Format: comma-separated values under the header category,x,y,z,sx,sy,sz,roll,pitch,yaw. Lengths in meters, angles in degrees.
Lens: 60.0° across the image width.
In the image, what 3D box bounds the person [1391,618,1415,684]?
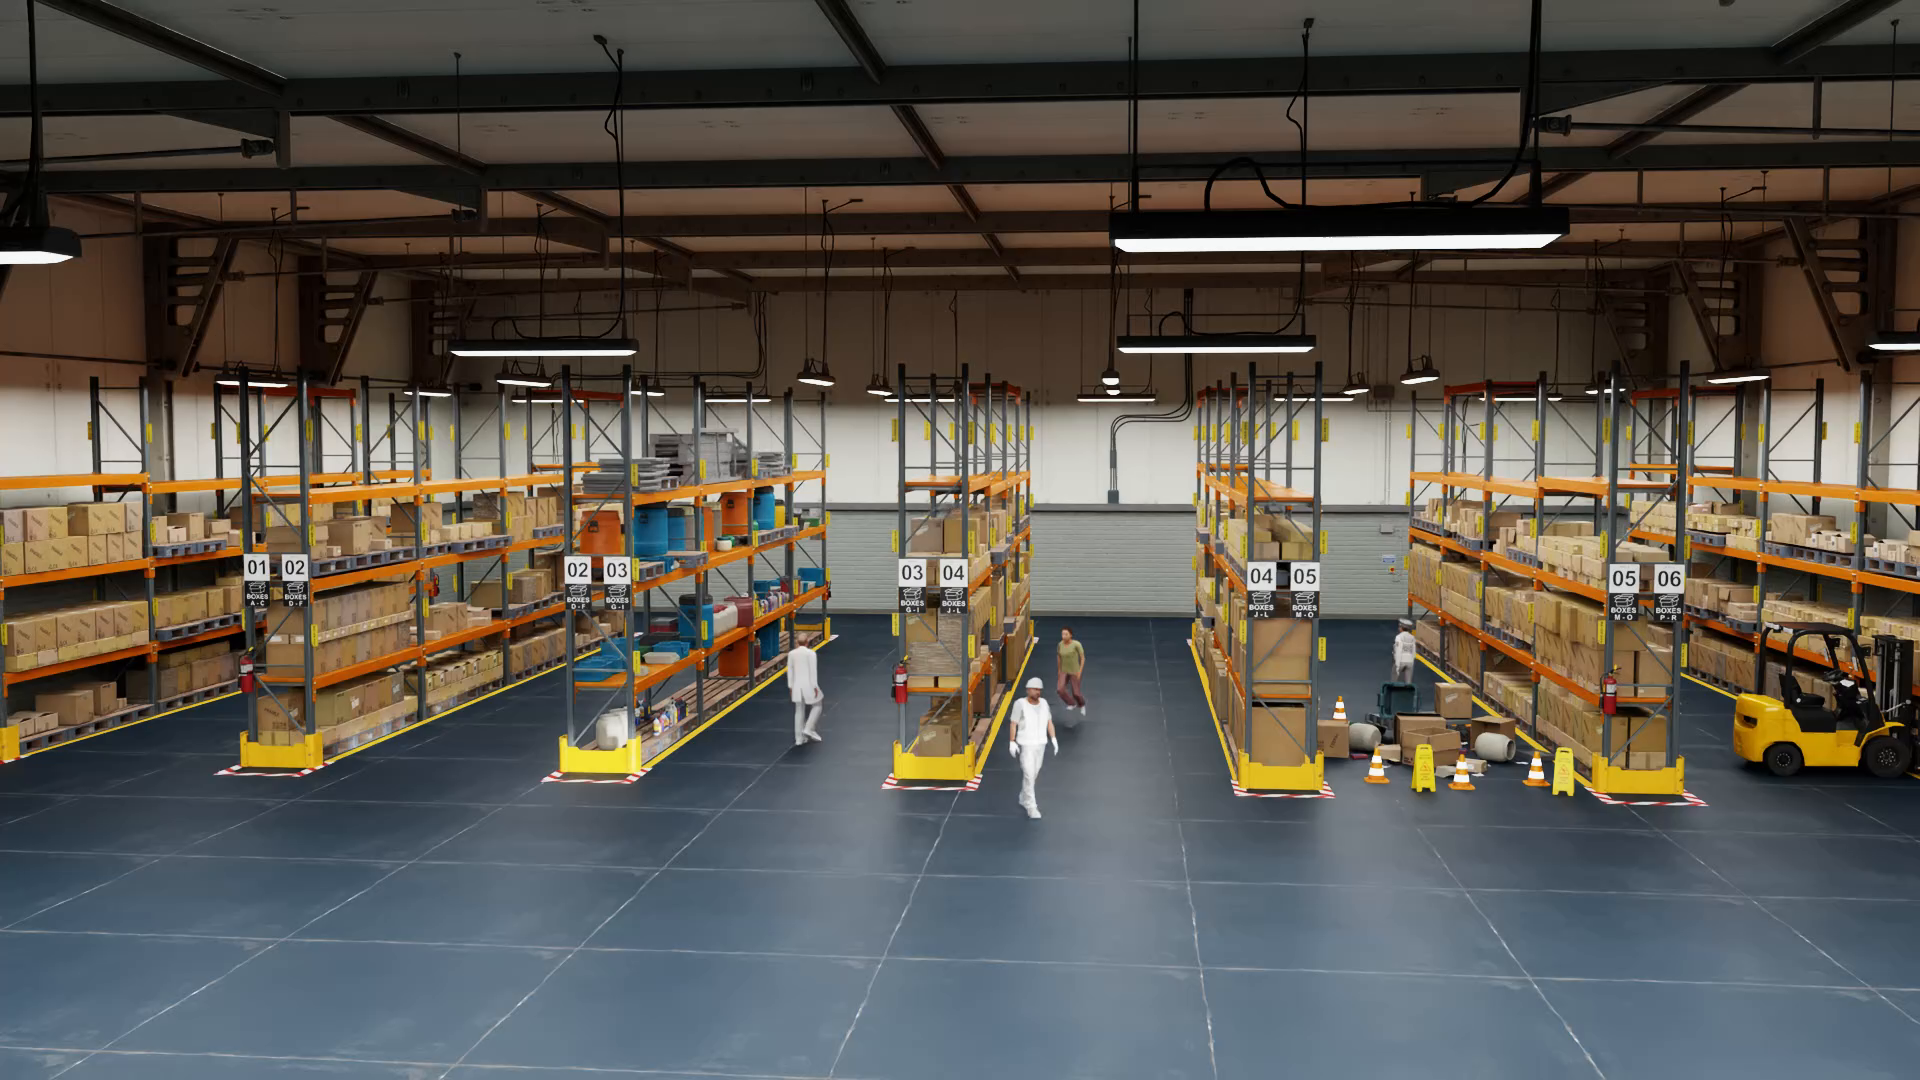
category,x,y,z,sx,sy,sz,roll,pitch,yaw
person,7.975,2.274,29.814,0.469,1.730,0.591,0,4,-4

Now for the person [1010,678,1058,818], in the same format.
category,x,y,z,sx,sy,sz,roll,pitch,yaw
person,0.989,2.695,21.905,0.597,1.753,0.823,-3,4,-35

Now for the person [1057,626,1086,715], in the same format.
category,x,y,z,sx,sy,sz,roll,pitch,yaw
person,1.907,2.253,28.504,0.508,1.582,0.771,1,4,22

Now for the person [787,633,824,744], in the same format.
category,x,y,z,sx,sy,sz,roll,pitch,yaw
person,-2.520,2.383,26.797,0.596,1.764,0.550,1,4,18
